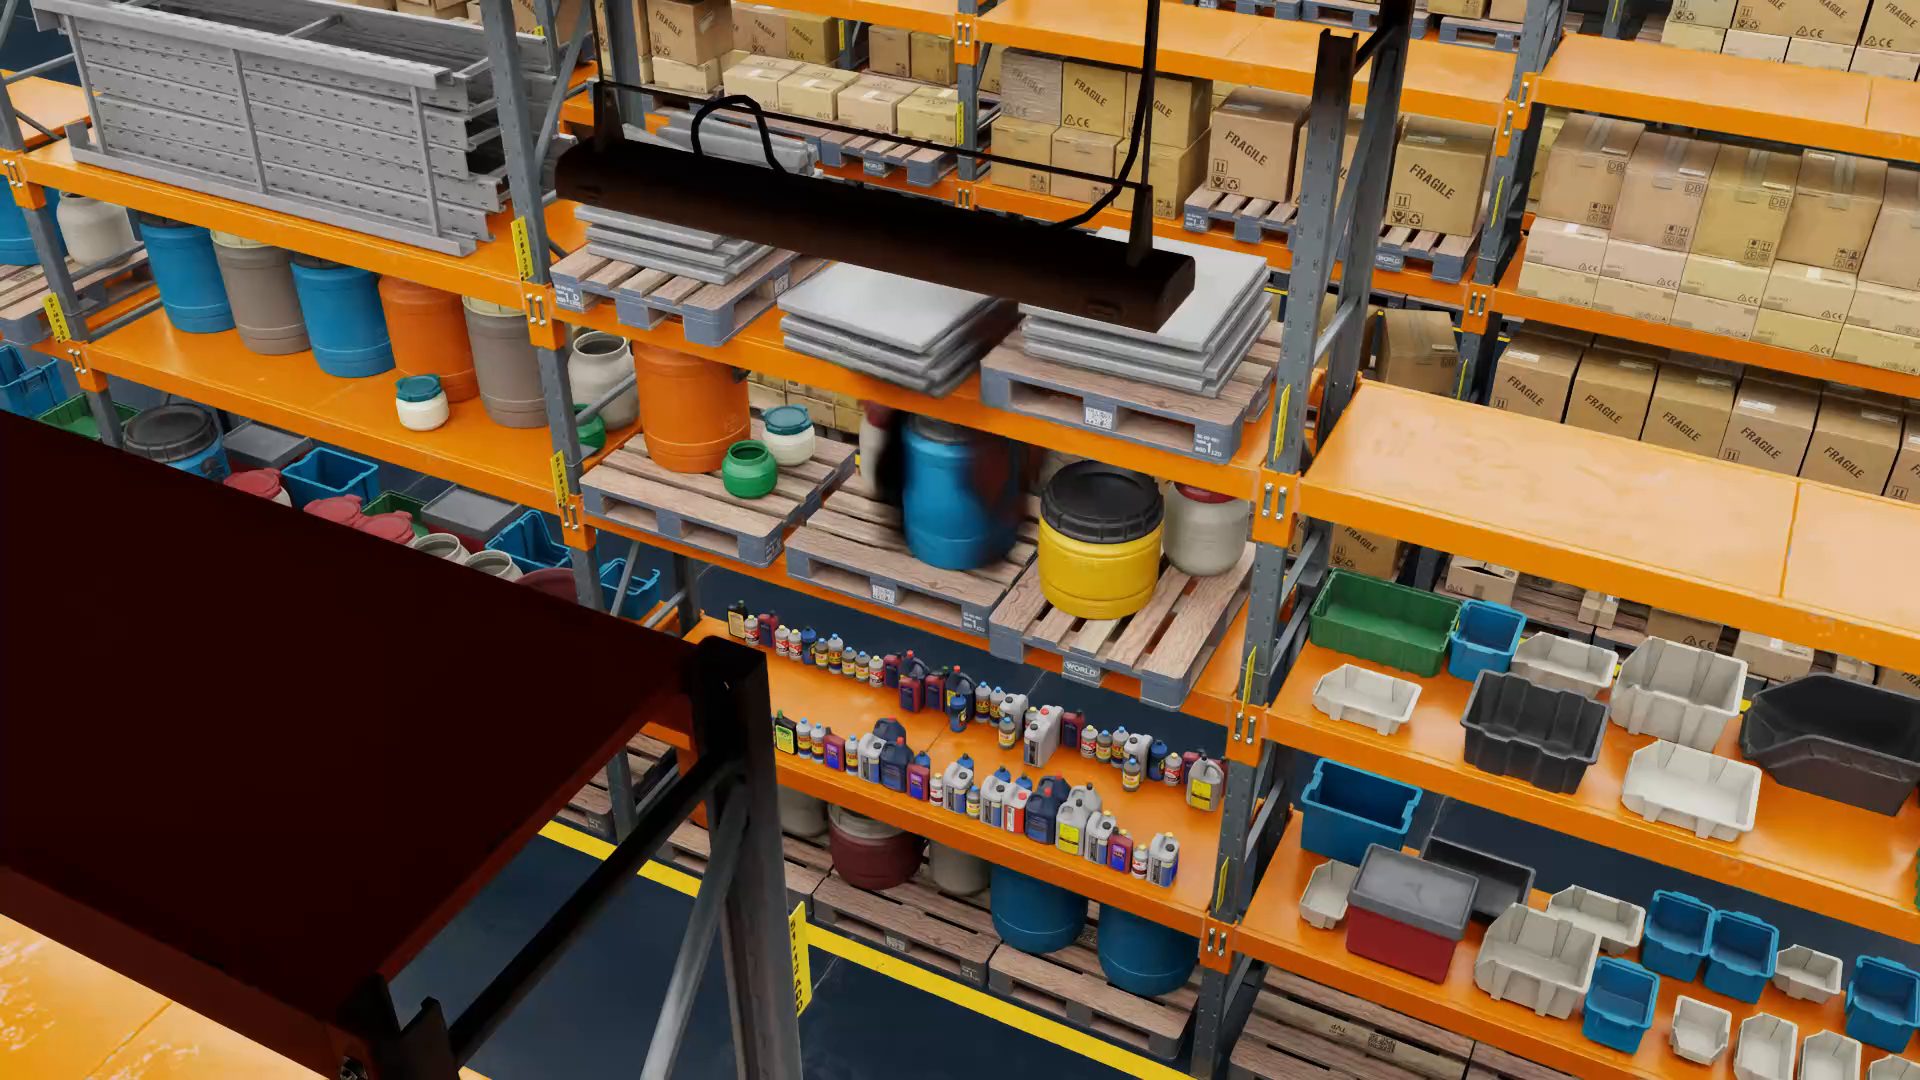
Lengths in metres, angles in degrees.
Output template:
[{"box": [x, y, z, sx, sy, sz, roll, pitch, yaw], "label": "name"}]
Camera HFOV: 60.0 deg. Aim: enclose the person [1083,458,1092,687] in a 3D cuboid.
[{"box": [1.034, 0.115, 12.174, 0.633, 1.752, 0.732, -18, 39, -23], "label": "person"}]
